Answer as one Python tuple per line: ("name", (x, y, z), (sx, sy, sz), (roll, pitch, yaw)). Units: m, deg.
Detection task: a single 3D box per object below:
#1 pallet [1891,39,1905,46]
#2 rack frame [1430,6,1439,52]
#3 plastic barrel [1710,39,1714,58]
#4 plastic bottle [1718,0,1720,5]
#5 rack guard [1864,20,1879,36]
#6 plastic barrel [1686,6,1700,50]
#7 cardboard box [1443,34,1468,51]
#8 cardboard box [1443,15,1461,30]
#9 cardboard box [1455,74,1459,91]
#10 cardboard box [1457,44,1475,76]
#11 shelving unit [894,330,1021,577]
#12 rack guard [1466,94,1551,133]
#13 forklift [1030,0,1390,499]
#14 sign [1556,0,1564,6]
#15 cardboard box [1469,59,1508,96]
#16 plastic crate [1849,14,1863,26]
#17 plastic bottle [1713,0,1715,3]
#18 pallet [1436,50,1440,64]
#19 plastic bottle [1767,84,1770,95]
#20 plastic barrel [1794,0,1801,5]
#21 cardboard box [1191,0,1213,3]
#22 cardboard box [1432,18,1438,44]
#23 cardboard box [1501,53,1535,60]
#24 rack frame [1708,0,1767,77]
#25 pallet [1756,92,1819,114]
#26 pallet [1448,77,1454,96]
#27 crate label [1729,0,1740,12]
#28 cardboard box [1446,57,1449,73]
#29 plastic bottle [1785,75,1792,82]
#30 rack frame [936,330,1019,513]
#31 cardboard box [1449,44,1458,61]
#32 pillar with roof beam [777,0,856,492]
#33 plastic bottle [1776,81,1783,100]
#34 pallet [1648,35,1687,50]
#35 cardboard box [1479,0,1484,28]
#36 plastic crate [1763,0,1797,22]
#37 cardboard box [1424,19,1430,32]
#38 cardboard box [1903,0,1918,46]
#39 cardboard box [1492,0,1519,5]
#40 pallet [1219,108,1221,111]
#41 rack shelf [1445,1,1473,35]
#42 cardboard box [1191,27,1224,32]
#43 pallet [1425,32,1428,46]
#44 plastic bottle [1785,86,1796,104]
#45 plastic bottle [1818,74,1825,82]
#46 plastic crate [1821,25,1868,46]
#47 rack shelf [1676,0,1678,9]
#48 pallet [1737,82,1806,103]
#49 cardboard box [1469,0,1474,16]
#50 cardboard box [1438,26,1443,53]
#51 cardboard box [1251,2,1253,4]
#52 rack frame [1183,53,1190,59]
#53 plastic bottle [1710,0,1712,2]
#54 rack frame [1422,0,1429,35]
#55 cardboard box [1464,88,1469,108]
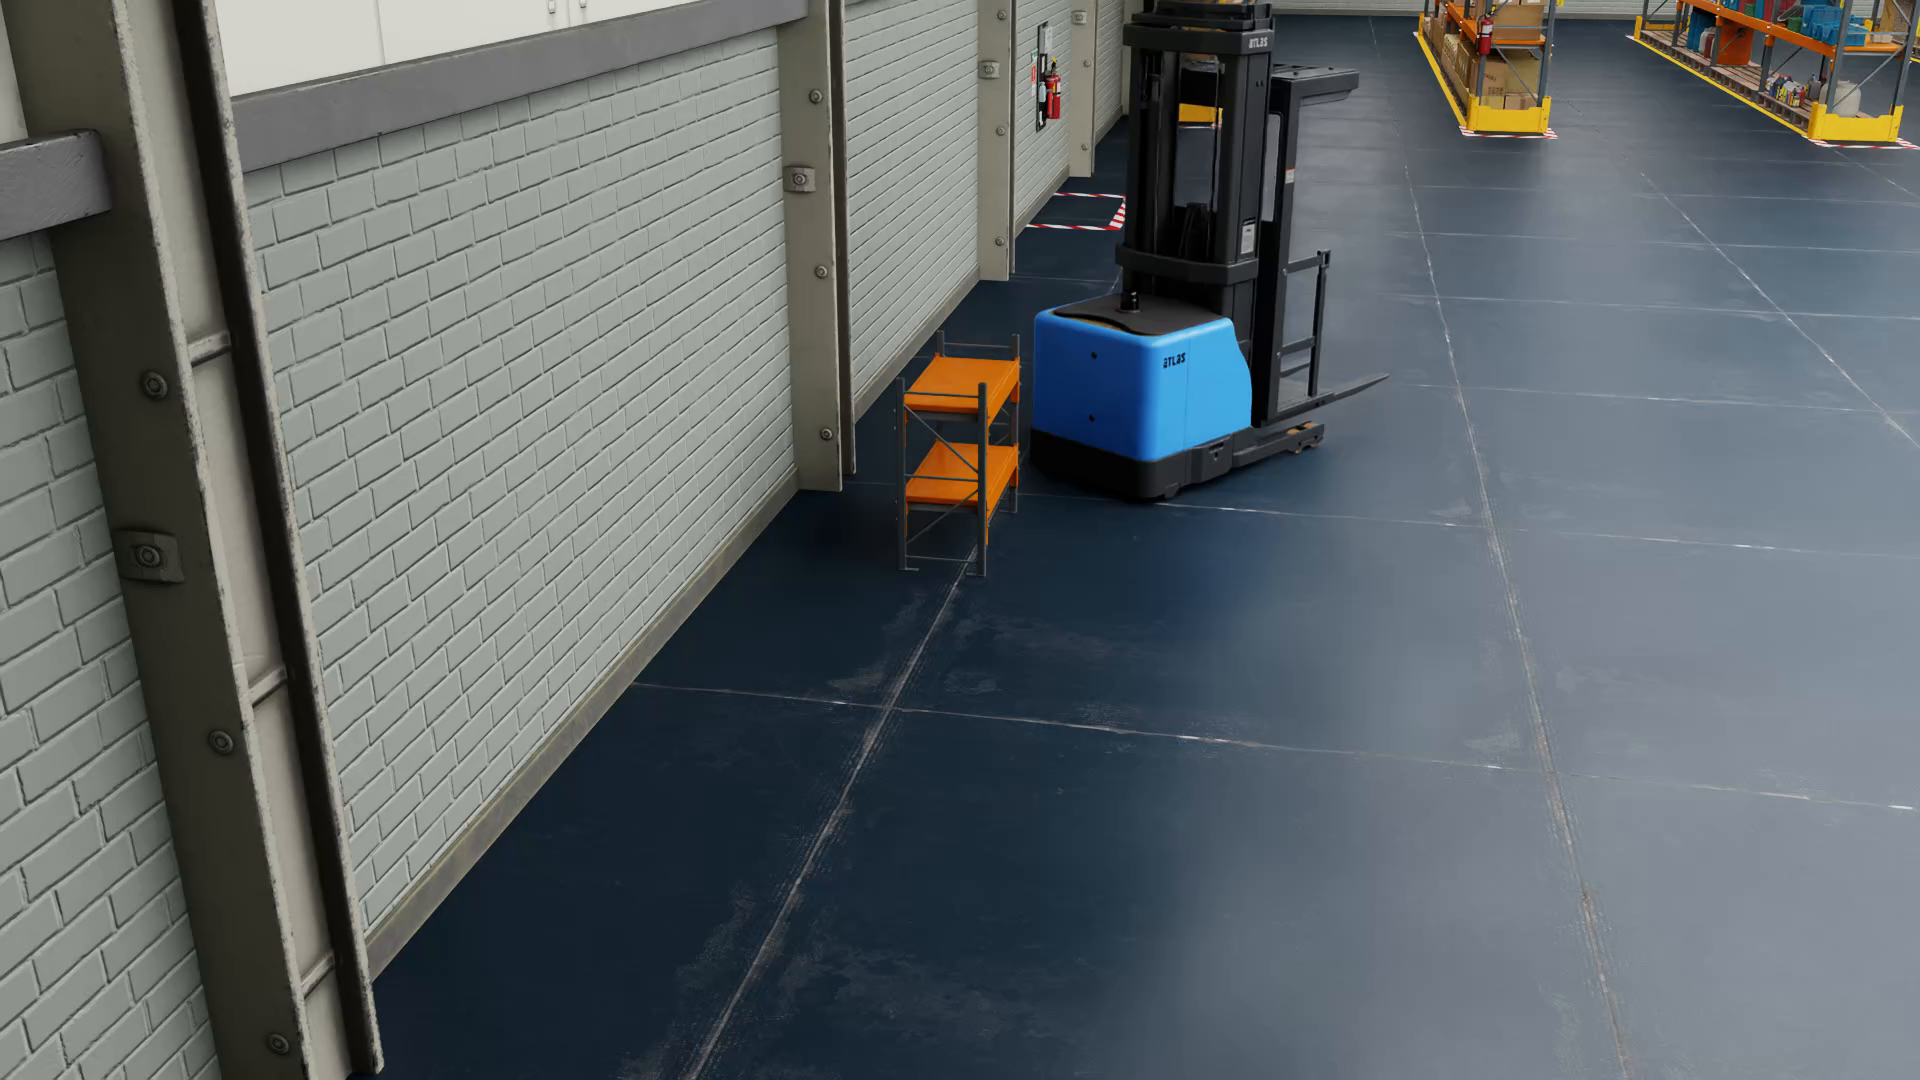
("pallet", (20.974, -10.727, 36.206), (1.003, 0.211, 1.213), (4, 22, 11))
("rack frame", (10.799, -12.057, 35.776), (1.000, 3.000, 0.127), (4, 22, 11))
("plastic barrel", (14.942, -9.650, 32.566), (0.421, 0.512, 0.421), (0, 22, 0))
("plastic bottle", (14.496, -10.342, 31.673), (0.061, 0.283, 0.133), (4, 22, 11))
("rack guard", (21.317, -11.613, 38.019), (1.175, 0.500, 0.348), (4, 22, 11))
("plastic barrel", (15.519, -10.702, 34.658), (0.600, 0.901, 0.708), (4, 22, 11))
("cardboard box", (9.588, -9.605, 32.054), (0.500, 0.311, 0.500), (5, 23, 13))
("cardboard box", (9.951, -10.368, 33.334), (0.500, 0.250, 0.500), (5, 23, 13))
("cardboard box", (8.668, -7.722, 28.130), (0.500, 0.250, 0.500), (4, 22, 11))
("cardboard box", (8.671, -8.069, 27.989), (0.500, 0.500, 0.500), (4, 22, 11))
("shelving unit", (0.001, -0.524, 9.650), (0.538, 1.125, 1.048), (4, 22, 11))
("rack guard", (8.345, -6.500, 25.324), (1.175, 0.500, 0.348), (4, 22, 11))
("forklift", (1.865, -2.070, 11.071), (3.031, 2.935, 1.130), (-20, 29, -40))
("sign", (8.892, -8.062, 24.592), (0.100, 0.325, 0.005), (4, 22, 11))
("cardboard box", (8.168, -7.155, 25.718), (0.500, 0.500, 0.500), (4, 22, 11))
("plastic crate", (14.055, -8.258, 26.542), (0.499, 0.251, 0.616), (4, 22, 11))
("plastic bottle", (14.604, -10.465, 32.087), (0.097, 0.201, 0.097), (0, 22, 0))
("pallet", (10.423, -10.016, 34.440), (1.003, 0.211, 1.213), (4, 22, 11))
("plastic bottle", (13.479, -7.501, 27.620), (0.097, 0.201, 0.097), (0, 22, 0))
("plastic barrel", (14.425, -9.149, 28.373), (0.433, 0.535, 0.433), (0, 22, 0))
("cardboard box", (3.891, -8.484, 26.074), (0.500, 0.500, 0.500), (4, 22, 11))
("cardboard box", (10.461, -10.943, 35.768), (0.500, 0.500, 0.500), (3, 22, 8))
("cardboard box", (8.867, -7.482, 26.530), (0.500, 0.500, 0.500), (4, 22, 11))
("rack frame", (14.831, -10.215, 31.203), (1.000, 3.000, 0.127), (4, 22, 11))
("pallet", (13.837, -7.217, 27.490), (1.003, 0.211, 1.213), (4, 22, 11))
("pallet", (9.278, -8.110, 29.709), (1.003, 0.211, 1.213), (4, 22, 11))
("crate label", (14.363, -9.889, 30.345), (0.502, 0.435, 0.616), (4, 22, 11))
("cardboard box", (9.281, -8.783, 30.764), (0.500, 0.250, 0.500), (5, 22, 12))
("plastic bottle", (13.585, -7.453, 27.302), (0.144, 0.351, 0.185), (4, 22, 11))
("rack frame", (0.105, -0.710, 10.111), (0.500, 1.125, 0.032), (4, 22, 11))
("cardboard box", (9.172, -8.854, 30.190), (0.500, 0.311, 0.500), (4, 22, 11))
("pillar with roof beam", (3.337, -4.238, 8.332), (9.100, 9.000, 0.400), (4, 22, 11))
("plastic bottle", (13.331, -7.307, 27.028), (0.061, 0.283, 0.133), (5, 23, 13))
("pallet", (16.006, -11.104, 37.143), (1.003, 0.211, 1.213), (4, 22, 11))
("cardboard box", (8.874, -8.639, 27.154), (0.700, 0.500, 0.500), (5, 22, 12))
("plastic crate", (13.814, -8.983, 28.056), (0.402, 0.464, 0.583), (4, 22, 11))
("cardboard box", (11.022, -11.906, 38.492), (0.500, 0.250, 0.500), (4, 22, 11))
("cardboard box", (20.892, -11.074, 35.618), (0.875, 0.875, 0.875), (4, 22, 11))
("cardboard box", (8.241, -8.170, 25.123), (0.380, 0.149, 0.250), (4, 22, 10))
("pallet", (3.716, -7.074, 27.135), (1.003, 0.211, 1.213), (4, 22, 11))
("rack shelf", (9.574, -9.529, 30.462), (1.077, 0.370, 4.000), (4, 22, 11))
("cardboard box", (3.910, -8.139, 26.221), (0.500, 0.250, 0.500), (4, 22, 9))
("pallet", (11.186, -11.462, 38.032), (1.003, 0.211, 1.213), (4, 22, 11))
("plastic bottle", (13.251, -7.076, 26.465), (0.152, 0.276, 0.135), (4, 22, 9))
("plastic bottle", (14.165, -7.470, 27.344), (0.144, 0.351, 0.185), (4, 22, 9))
("plastic crate", (13.008, -7.426, 24.477), (0.499, 0.251, 0.616), (4, 22, 11))
("rack shelf", (16.055, -12.076, 36.786), (1.077, 0.370, 4.000), (4, 22, 11))
("pallet", (14.137, -7.749, 28.812), (1.003, 0.211, 1.213), (4, 22, 11))
("cardboard box", (9.166, -9.405, 29.370), (0.396, 0.266, 0.258), (4, 22, 10))
("cardboard box", (10.049, -10.188, 33.892), (0.500, 0.500, 0.500), (4, 22, 9))
("cardboard box", (6.556, -12.338, 38.388), (0.380, 0.149, 0.250), (4, 22, 9))
("rack frame", (4.316, -9.508, 29.446), (1.000, 3.000, 0.127), (4, 22, 11))
("plastic bottle", (14.664, -10.604, 32.340), (0.097, 0.271, 0.097), (0, 22, 0))
("rack frame", (11.615, -13.520, 39.409), (1.000, 3.000, 0.127), (4, 22, 11))
("cardboard box", (8.260, -6.990, 26.314), (0.500, 0.250, 0.500), (4, 22, 11))
